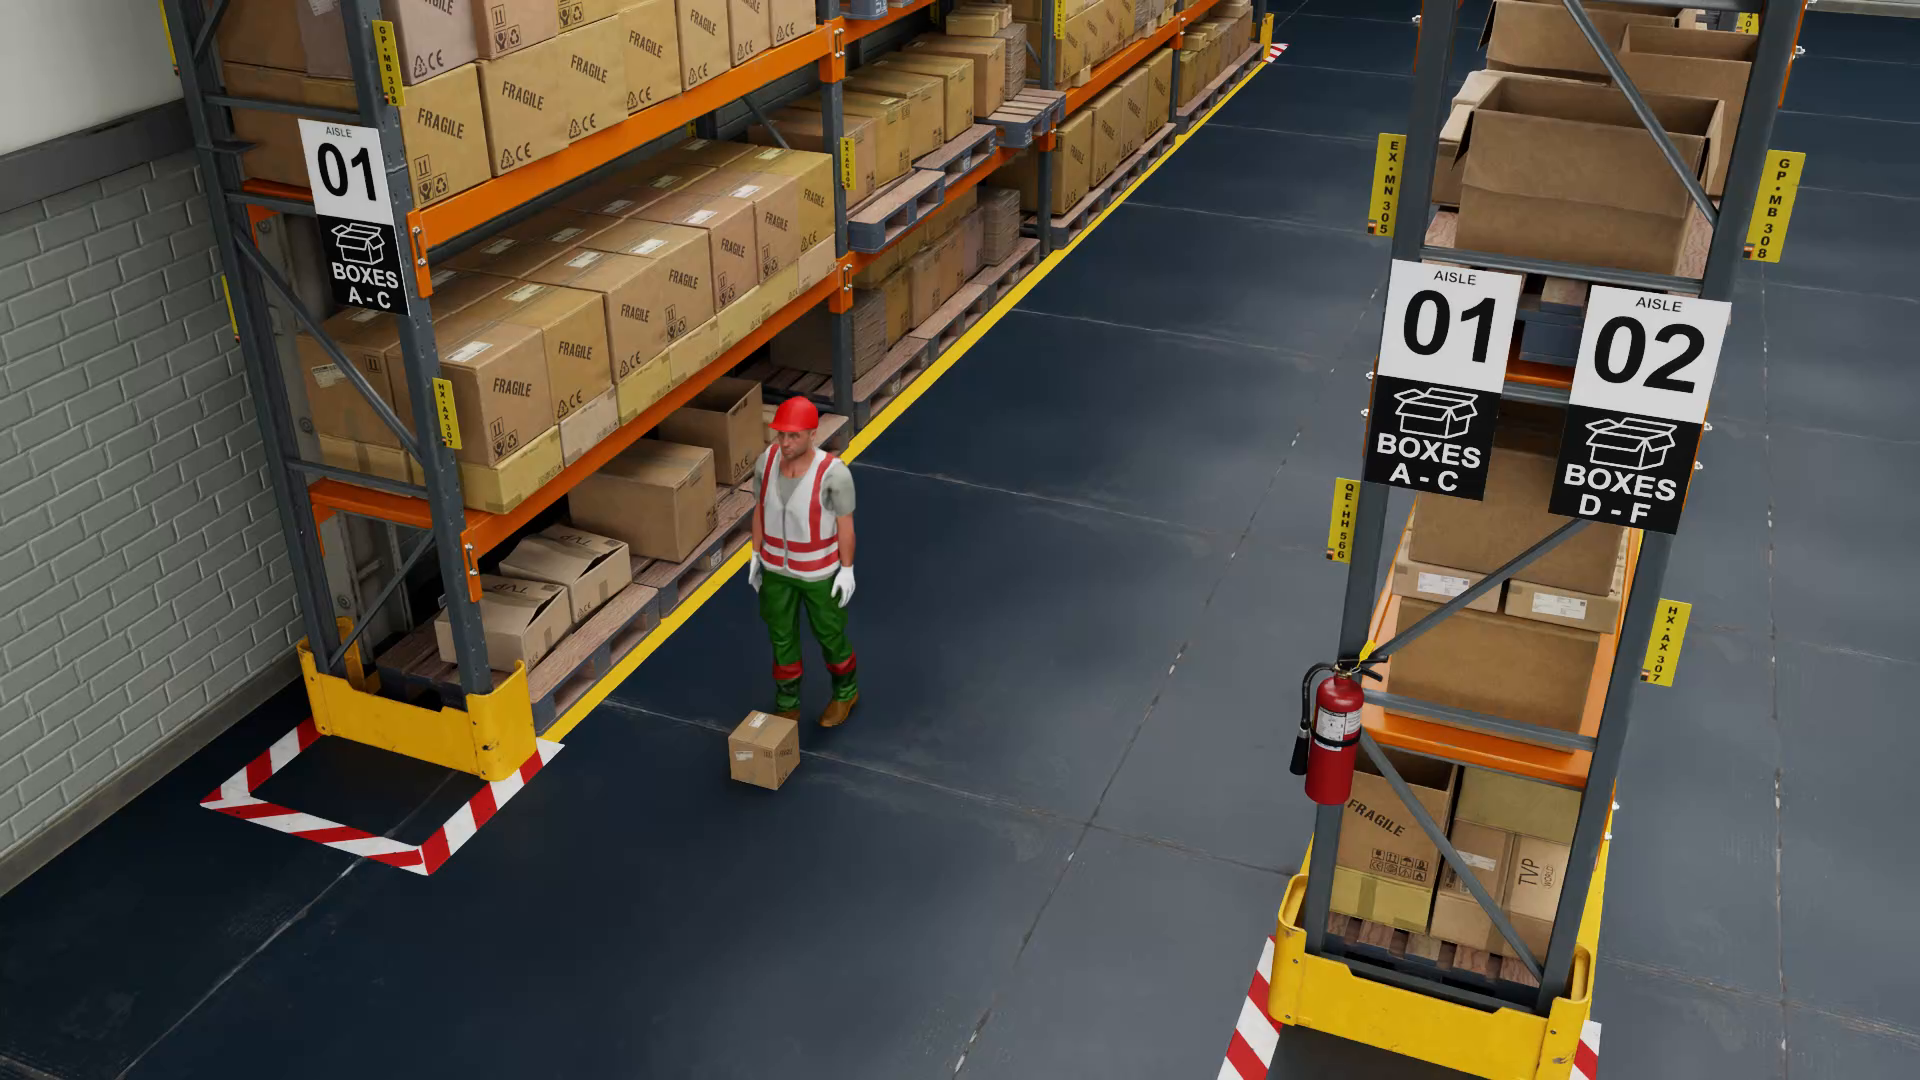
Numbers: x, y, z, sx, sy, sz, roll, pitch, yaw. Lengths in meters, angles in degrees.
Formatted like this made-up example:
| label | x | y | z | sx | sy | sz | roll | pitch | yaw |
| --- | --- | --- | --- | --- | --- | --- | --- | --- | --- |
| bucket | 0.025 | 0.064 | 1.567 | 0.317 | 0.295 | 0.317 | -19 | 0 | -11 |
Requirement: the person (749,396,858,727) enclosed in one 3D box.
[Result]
| label | x | y | z | sx | sy | sz | roll | pitch | yaw |
| --- | --- | --- | --- | --- | --- | --- | --- | --- | --- |
| person | -0.780 | 0.154 | 8.115 | 0.538 | 1.813 | 0.538 | 11 | 31 | 19 |
